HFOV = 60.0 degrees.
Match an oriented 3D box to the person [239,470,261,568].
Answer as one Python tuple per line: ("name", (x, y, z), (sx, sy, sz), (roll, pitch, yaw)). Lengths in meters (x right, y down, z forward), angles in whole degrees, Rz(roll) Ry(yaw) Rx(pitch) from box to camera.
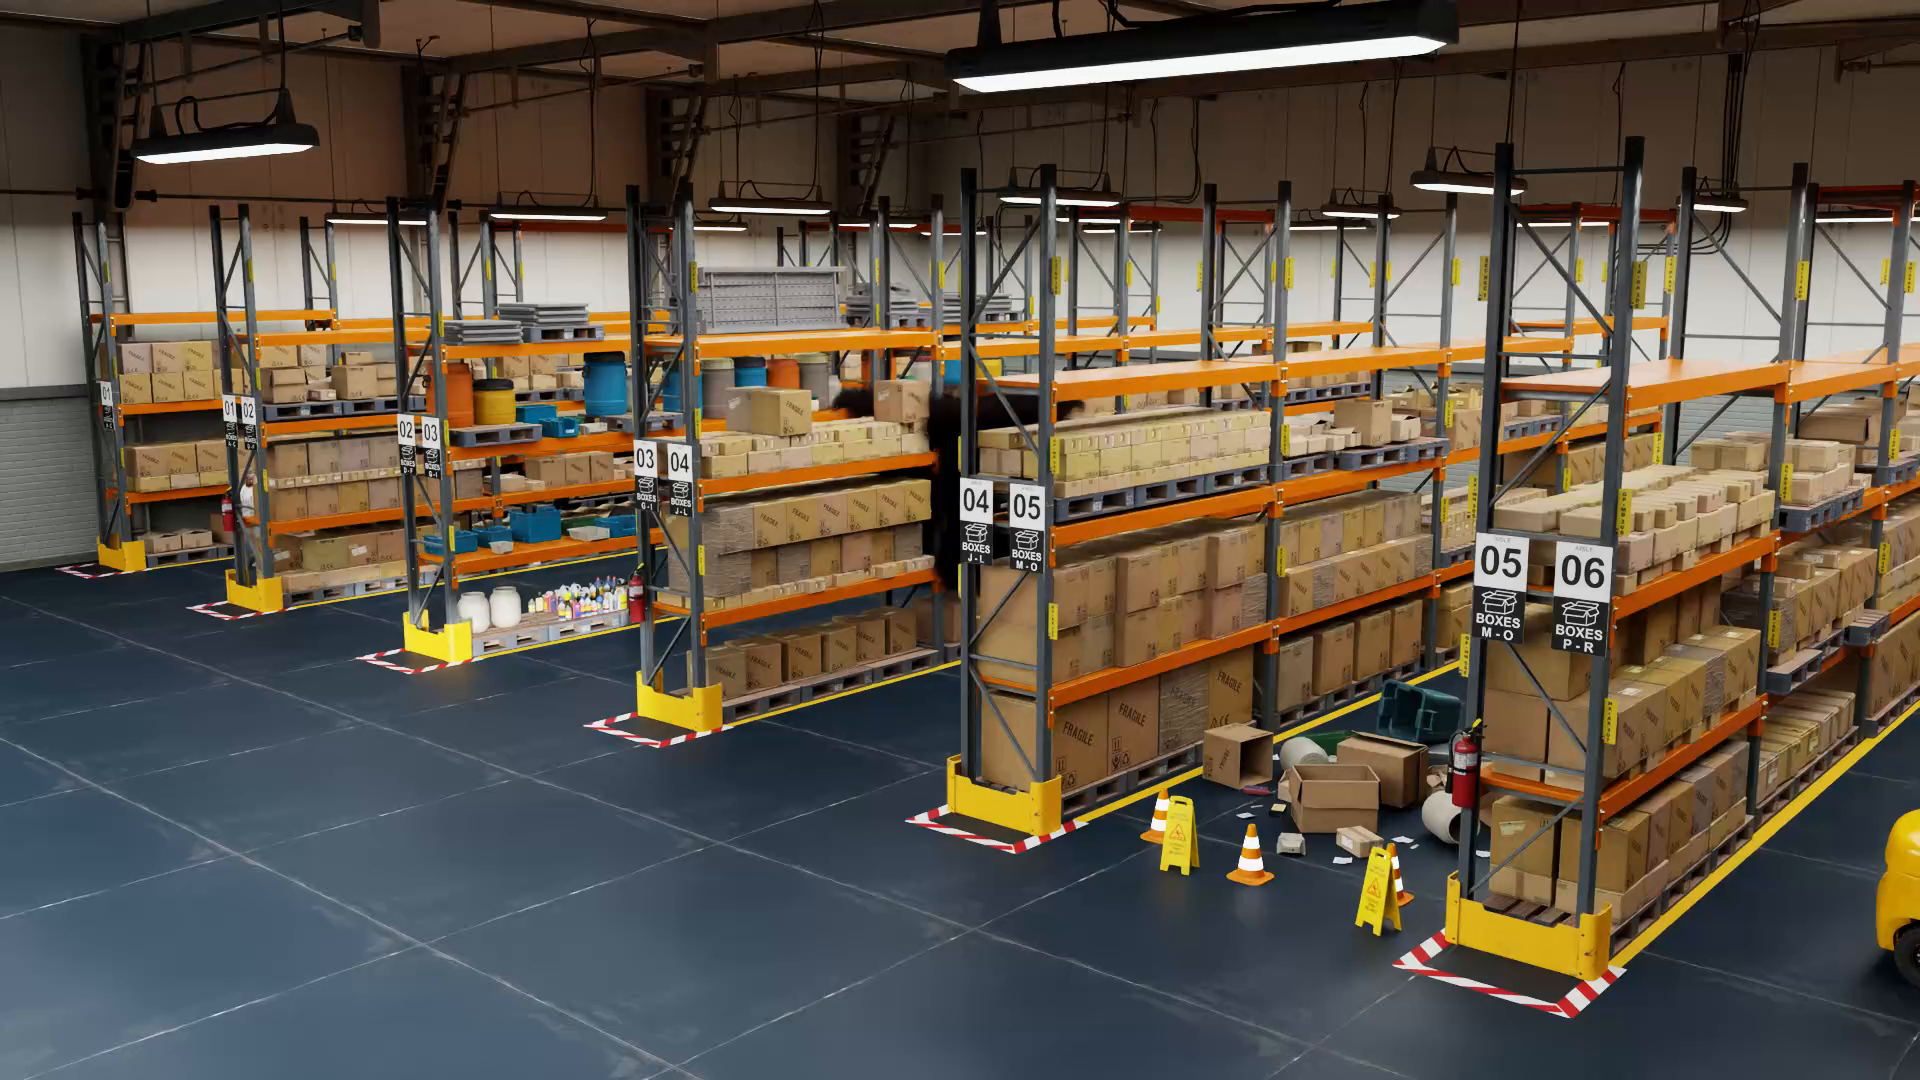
("person", (-12.149, -0.340, 28.498), (0.466, 1.721, 0.440), (-4, 10, -23))

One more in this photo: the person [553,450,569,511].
("person", (-7.666, -0.868, 32.028), (0.327, 1.525, 0.492), (6, 11, 32))

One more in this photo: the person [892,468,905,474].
("person", (-1.192, -0.879, 31.484), (0.482, 1.670, 0.545), (-7, 12, -38))

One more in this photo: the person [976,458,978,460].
("person", (0.587, -1.531, 35.062), (0.520, 1.748, 0.994), (8, 13, 41))
